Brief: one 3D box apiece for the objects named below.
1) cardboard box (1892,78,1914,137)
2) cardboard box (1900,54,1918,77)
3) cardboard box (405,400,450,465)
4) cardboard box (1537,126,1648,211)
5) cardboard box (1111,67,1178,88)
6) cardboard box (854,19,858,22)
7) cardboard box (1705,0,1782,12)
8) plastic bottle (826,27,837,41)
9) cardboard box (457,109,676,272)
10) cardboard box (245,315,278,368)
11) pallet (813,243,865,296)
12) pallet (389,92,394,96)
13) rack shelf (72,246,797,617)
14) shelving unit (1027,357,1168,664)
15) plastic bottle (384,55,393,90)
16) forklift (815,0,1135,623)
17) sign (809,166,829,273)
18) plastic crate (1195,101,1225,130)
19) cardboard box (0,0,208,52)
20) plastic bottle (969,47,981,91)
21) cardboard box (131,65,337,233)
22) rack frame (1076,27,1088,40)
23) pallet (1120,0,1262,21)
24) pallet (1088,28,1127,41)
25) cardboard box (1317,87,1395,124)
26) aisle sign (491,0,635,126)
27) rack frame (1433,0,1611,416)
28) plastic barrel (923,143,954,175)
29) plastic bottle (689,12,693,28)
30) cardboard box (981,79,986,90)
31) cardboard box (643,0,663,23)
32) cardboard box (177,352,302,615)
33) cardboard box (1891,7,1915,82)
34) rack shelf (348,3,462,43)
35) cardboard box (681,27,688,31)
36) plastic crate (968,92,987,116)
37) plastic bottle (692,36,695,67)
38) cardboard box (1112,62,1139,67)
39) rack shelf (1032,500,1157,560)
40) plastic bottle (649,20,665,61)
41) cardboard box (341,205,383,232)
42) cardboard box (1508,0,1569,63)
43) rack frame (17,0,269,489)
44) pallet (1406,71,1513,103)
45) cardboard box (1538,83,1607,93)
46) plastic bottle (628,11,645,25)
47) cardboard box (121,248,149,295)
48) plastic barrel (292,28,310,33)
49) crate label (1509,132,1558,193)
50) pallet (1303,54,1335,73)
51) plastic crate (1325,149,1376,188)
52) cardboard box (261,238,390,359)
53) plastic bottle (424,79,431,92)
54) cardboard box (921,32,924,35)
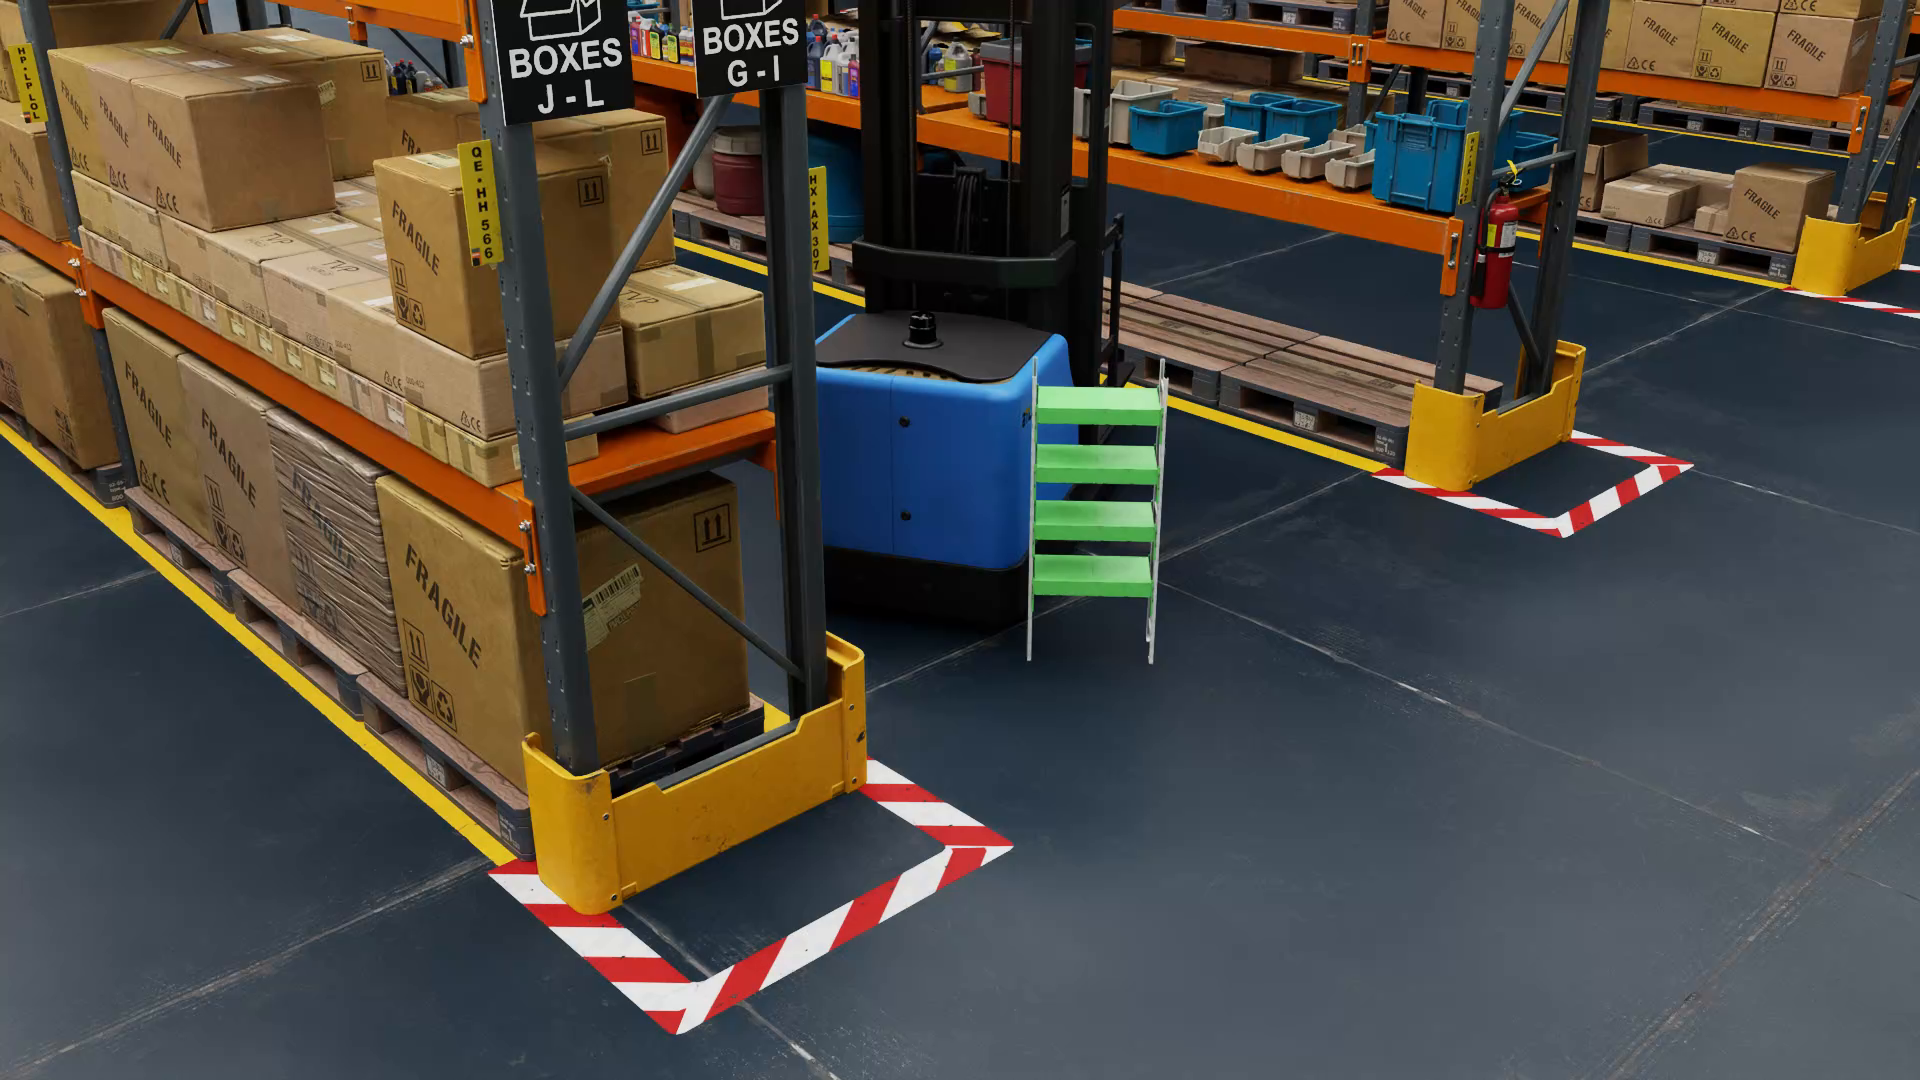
[{"bbox_3d":[9.092,-4.012,15.437,0.700,0.500,0.500,-21,32,-39],"label":"cardboard box"},{"bbox_3d":[8.974,-4.481,15.682,0.380,0.149,0.250,-21,32,-38],"label":"cardboard box"},{"bbox_3d":[-1.524,-0.386,5.285,0.380,0.149,0.250,-21,32,-38],"label":"cardboard box"},{"bbox_3d":[4.926,-2.925,13.026,0.797,0.503,0.637,-21,32,-38],"label":"cardboard box"},{"bbox_3d":[1.708,-4.174,15.767,0.500,0.500,0.500,-22,32,-39],"label":"cardboard box"},{"bbox_3d":[-0.983,-5.850,19.091,0.500,0.311,0.500,-20,31,-37],"label":"cardboard box"},{"bbox_3d":[5.522,-3.927,11.419,0.500,0.500,0.500,-20,31,-37],"label":"cardboard box"},{"bbox_3d":[-0.935,-3.638,12.265,0.097,0.271,0.097,0,25,0],"label":"plastic bottle"},{"bbox_3d":[-1.334,-1.189,5.662,0.500,0.500,0.500,-22,33,-40],"label":"cardboard box"},{"bbox_3d":[-2.390,-0.771,6.129,0.380,0.149,0.250,-20,32,-37],"label":"cardboard box"},{"bbox_3d":[-0.477,-2.002,11.883,1.003,0.211,1.213,-21,32,-38],"label":"pallet"},{"bbox_3d":[-5.876,-4.395,17.130,1.003,0.211,1.213,-21,32,-38],"label":"pallet"},{"bbox_3d":[-2.228,-0.686,6.507,1.077,0.370,4.000,-21,32,-38],"label":"rack shelf"},{"bbox_3d":[0.527,-0.105,6.534,0.503,1.200,0.258,1,25,3],"label":"shelving unit"},{"bbox_3d":[-6.116,-4.992,17.739,0.144,0.351,0.185,-22,32,-39],"label":"plastic bottle"},{"bbox_3d":[0.195,-1.580,7.681,1.130,2.935,3.031,8,26,16],"label":"forklift"},{"bbox_3d":[-0.452,-0.993,5.175,0.100,0.325,0.005,-21,32,-38],"label":"sign"},{"bbox_3d":[1.430,-2.490,9.839,0.293,0.136,0.466,-21,32,-38],"label":"plastic crate"},{"bbox_3d":[-4.038,-2.313,7.876,0.797,0.503,0.637,-22,33,-40],"label":"cardboard box"},{"bbox_3d":[0.081,-3.204,11.299,0.061,0.283,0.133,-21,32,-38],"label":"plastic bottle"},{"bbox_3d":[-2.765,-1.502,6.348,0.500,0.500,0.500,-22,33,-40],"label":"cardboard box"},{"bbox_3d":[0.904,-5.641,16.500,1.000,3.000,0.127,-21,32,-38],"label":"rack frame"},{"bbox_3d":[2.237,-4.965,15.251,1.003,0.211,1.213,-21,32,-38],"label":"pallet"},{"bbox_3d":[2.317,-6.755,22.302,1.003,0.211,1.213,-21,32,-38],"label":"pallet"},{"bbox_3d":[3.486,-3.707,14.744,0.500,0.500,0.500,22,33,39],"label":"cardboard box"},{"bbox_3d":[-1.031,-1.483,4.256,0.394,0.787,0.004,-21,32,-38],"label":"aisle sign"},{"bbox_3d":[2.754,-1.813,8.109,1.000,3.000,0.127,-21,32,-38],"label":"rack frame"},{"bbox_3d":[-0.339,-2.431,11.486,0.600,0.901,0.708,-21,32,-38],"label":"plastic barrel"},{"bbox_3d":[-2.126,-4.182,13.443,0.061,0.283,0.133,-21,32,-38],"label":"plastic bottle"},{"bbox_3d":[0.367,-4.671,17.181,0.500,0.250,0.500,-20,31,-37],"label":"cardboard box"},{"bbox_3d":[-3.665,-6.821,20.991,0.500,0.500,0.500,-21,32,-38],"label":"cardboard box"},{"bbox_3d":[-2.587,-0.349,6.954,0.875,0.875,0.875,-21,32,-38],"label":"cardboard box"},{"bbox_3d":[6.262,-3.471,11.625,0.500,0.500,0.500,-20,32,-37],"label":"cardboard box"},{"bbox_3d":[-4.081,-4.515,14.900,1.077,0.370,4.000,-21,32,-38],"label":"rack shelf"},{"bbox_3d":[-3.335,-6.324,20.805,0.500,0.250,0.500,-21,32,-38],"label":"cardboard box"},{"bbox_3d":[0.234,-2.750,10.410,0.396,0.136,0.243,-21,32,-38],"label":"plastic crate"},{"bbox_3d":[-1.898,-3.598,12.162,0.061,0.283,0.133,-21,32,-38],"label":"plastic bottle"},{"bbox_3d":[1.715,-4.487,16.452,0.500,0.500,0.500,-20,31,-37],"label":"cardboard box"},{"bbox_3d":[0.527,-0.047,6.560,0.480,0.148,0.258,1,25,3],"label":"rack shelf"},{"bbox_3d":[-2.279,-3.767,12.534,0.061,0.283,0.133,-21,32,-38],"label":"plastic bottle"},{"bbox_3d":[-2.054,-1.162,6.506,0.500,0.250,0.500,-22,32,-39],"label":"cardboard box"},{"bbox_3d":[4.481,-3.936,12.643,0.500,0.500,0.500,-21,32,-39],"label":"cardboard box"},{"bbox_3d":[-3.595,-1.620,7.686,1.000,3.000,0.127,-21,32,-38],"label":"rack frame"},{"bbox_3d":[5.831,-5.149,18.781,1.003,0.211,1.213,-21,32,-38],"label":"pallet"},{"bbox_3d":[6.713,-5.208,17.636,0.750,0.750,0.750,-21,32,-38],"label":"cardboard box"},{"bbox_3d":[-2.543,-4.000,13.054,0.152,0.276,0.135,-21,32,-38],"label":"plastic bottle"},{"bbox_3d":[-3.276,-1.162,6.986,0.380,0.149,0.250,-20,31,-37],"label":"cardboard box"},{"bbox_3d":[-7.334,-5.390,18.442,0.421,0.512,0.421,0,25,0],"label":"plastic barrel"},{"bbox_3d":[2.826,-1.932,8.500,0.416,0.233,0.303,-21,32,-38],"label":"crate label"},{"bbox_3d":[3.985,-6.015,20.682,1.003,0.211,1.213,-21,32,-38],"label":"pallet"},{"bbox_3d":[2.065,-1.916,8.581,0.396,0.136,0.243,-21,32,-38],"label":"plastic crate"},{"bbox_3d":[-2.081,-0.854,5.831,0.500,0.250,0.500,22,33,40],"label":"cardboard box"},{"bbox_3d":[-5.485,-4.658,17.188,0.097,0.201,0.097,0,25,0],"label":"plastic bottle"},{"bbox_3d":[-0.677,-5.386,18.074,0.500,0.311,0.500,-20,31,-37],"label":"cardboard box"}]
